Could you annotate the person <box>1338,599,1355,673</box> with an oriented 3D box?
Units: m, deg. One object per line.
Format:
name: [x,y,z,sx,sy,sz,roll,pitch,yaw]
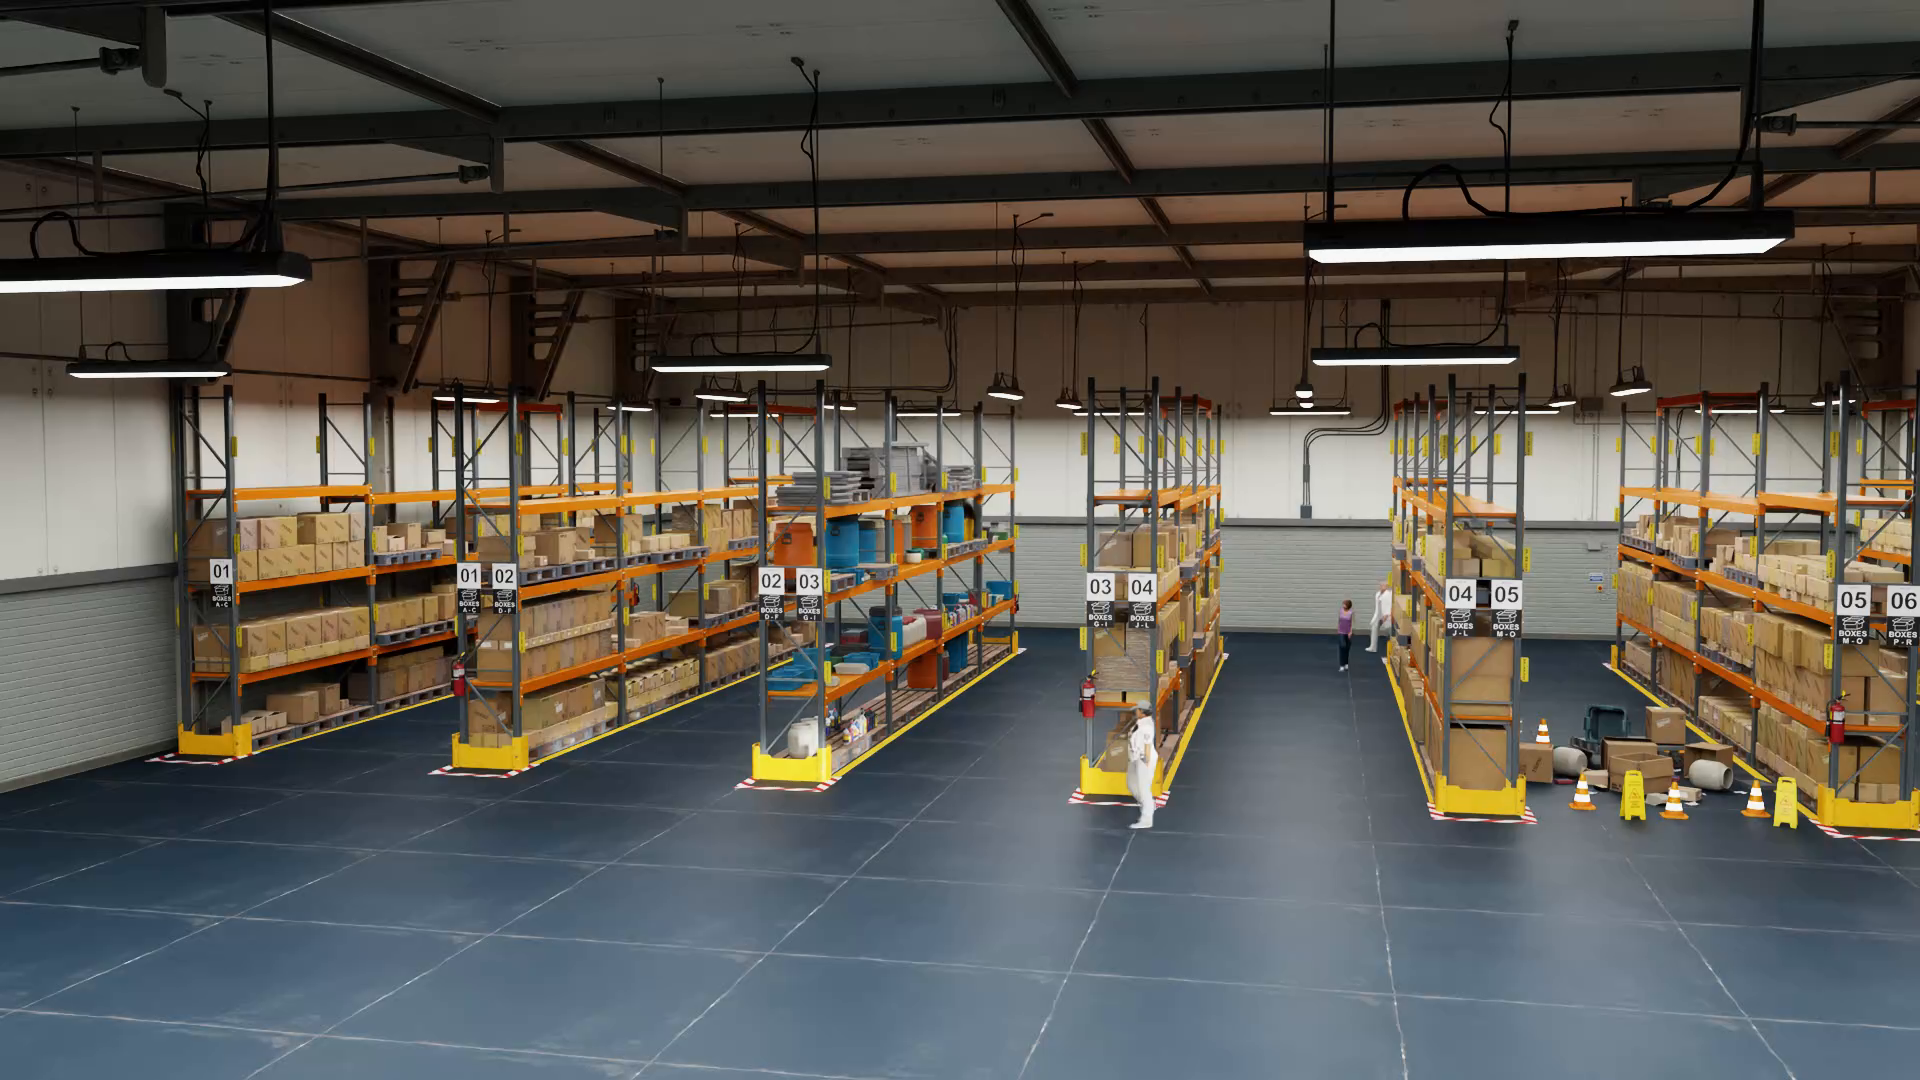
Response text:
person: [8.624,2.128,37.121,0.377,1.619,0.695,0,3,7]

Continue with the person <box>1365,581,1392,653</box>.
person: [10.302,1.872,40.496,0.594,1.723,1.114,3,4,42]

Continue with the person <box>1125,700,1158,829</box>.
person: [2.407,2.943,21.960,0.431,1.691,0.540,0,3,-6]
